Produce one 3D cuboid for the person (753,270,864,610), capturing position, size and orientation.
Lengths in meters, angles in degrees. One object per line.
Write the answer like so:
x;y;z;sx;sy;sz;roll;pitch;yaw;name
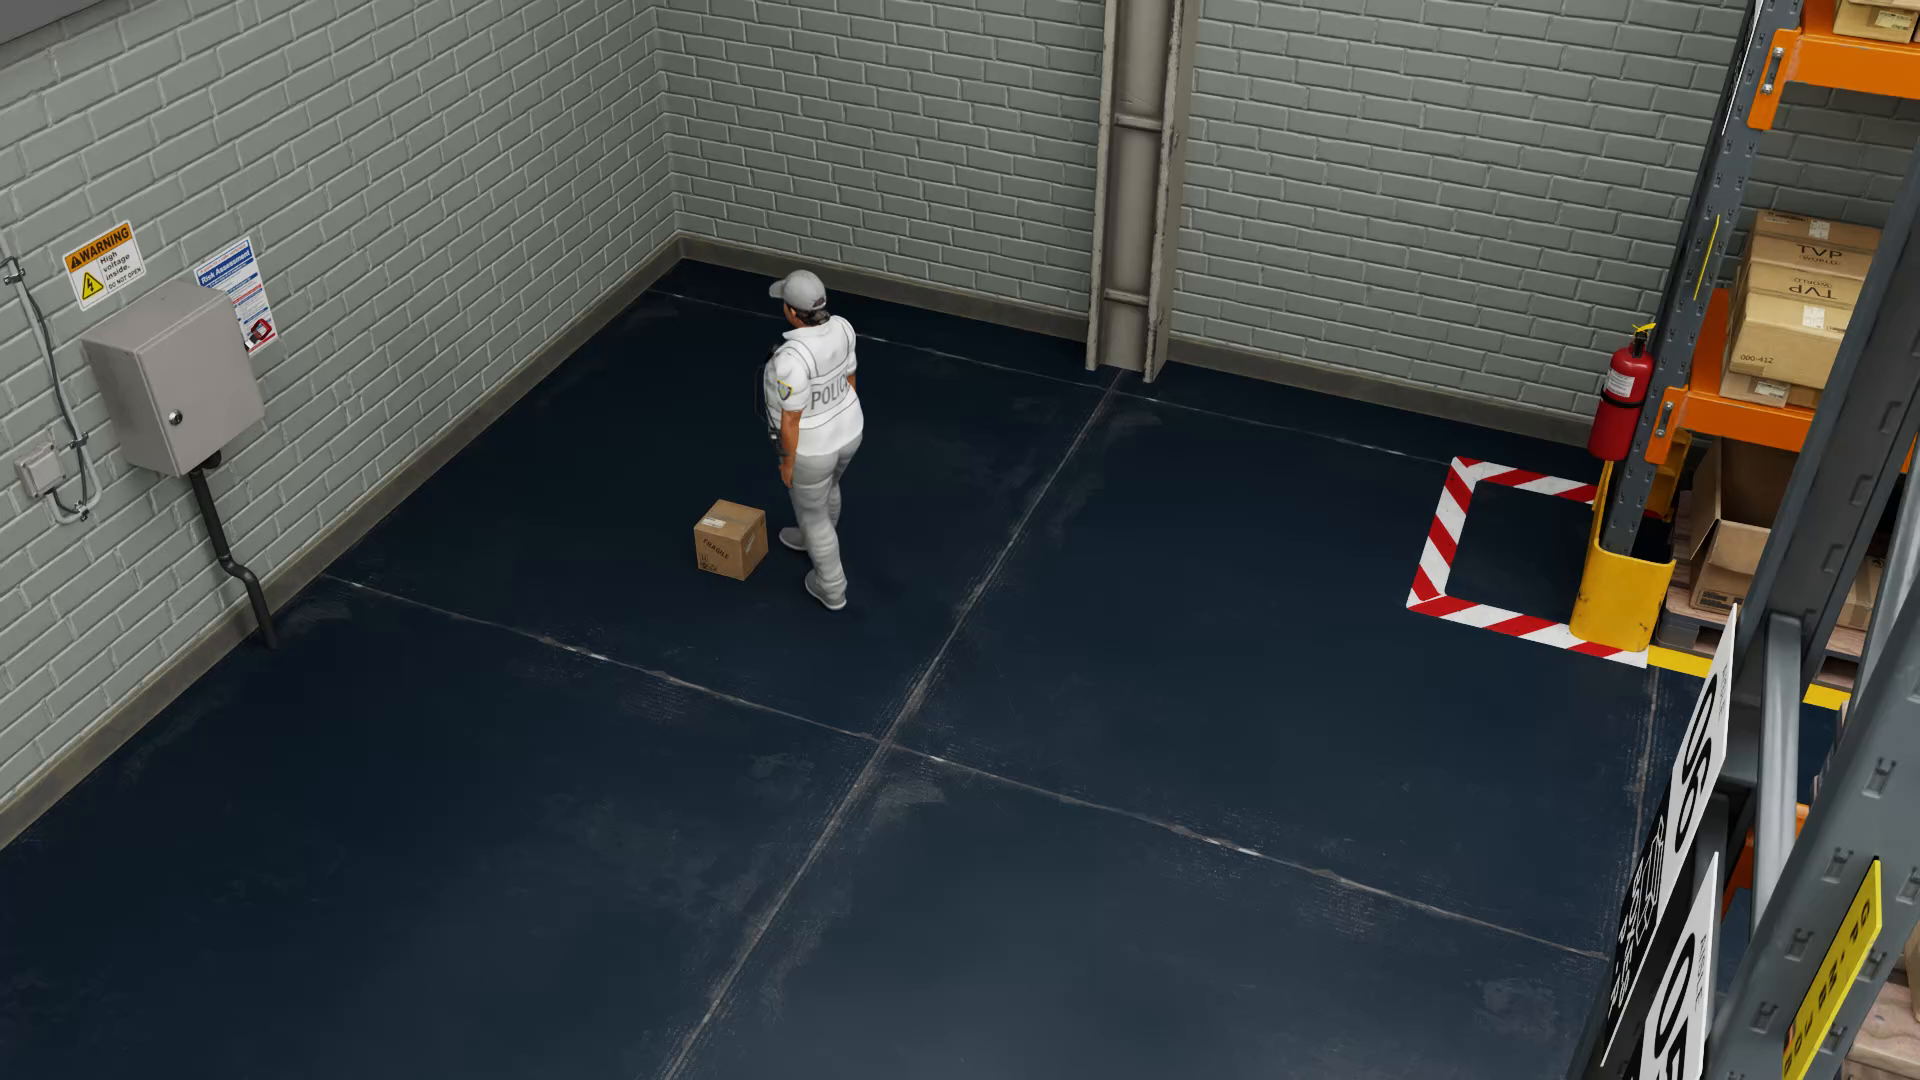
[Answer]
-0.723;-0.483;7.436;0.584;1.657;0.481;22;43;26;person
